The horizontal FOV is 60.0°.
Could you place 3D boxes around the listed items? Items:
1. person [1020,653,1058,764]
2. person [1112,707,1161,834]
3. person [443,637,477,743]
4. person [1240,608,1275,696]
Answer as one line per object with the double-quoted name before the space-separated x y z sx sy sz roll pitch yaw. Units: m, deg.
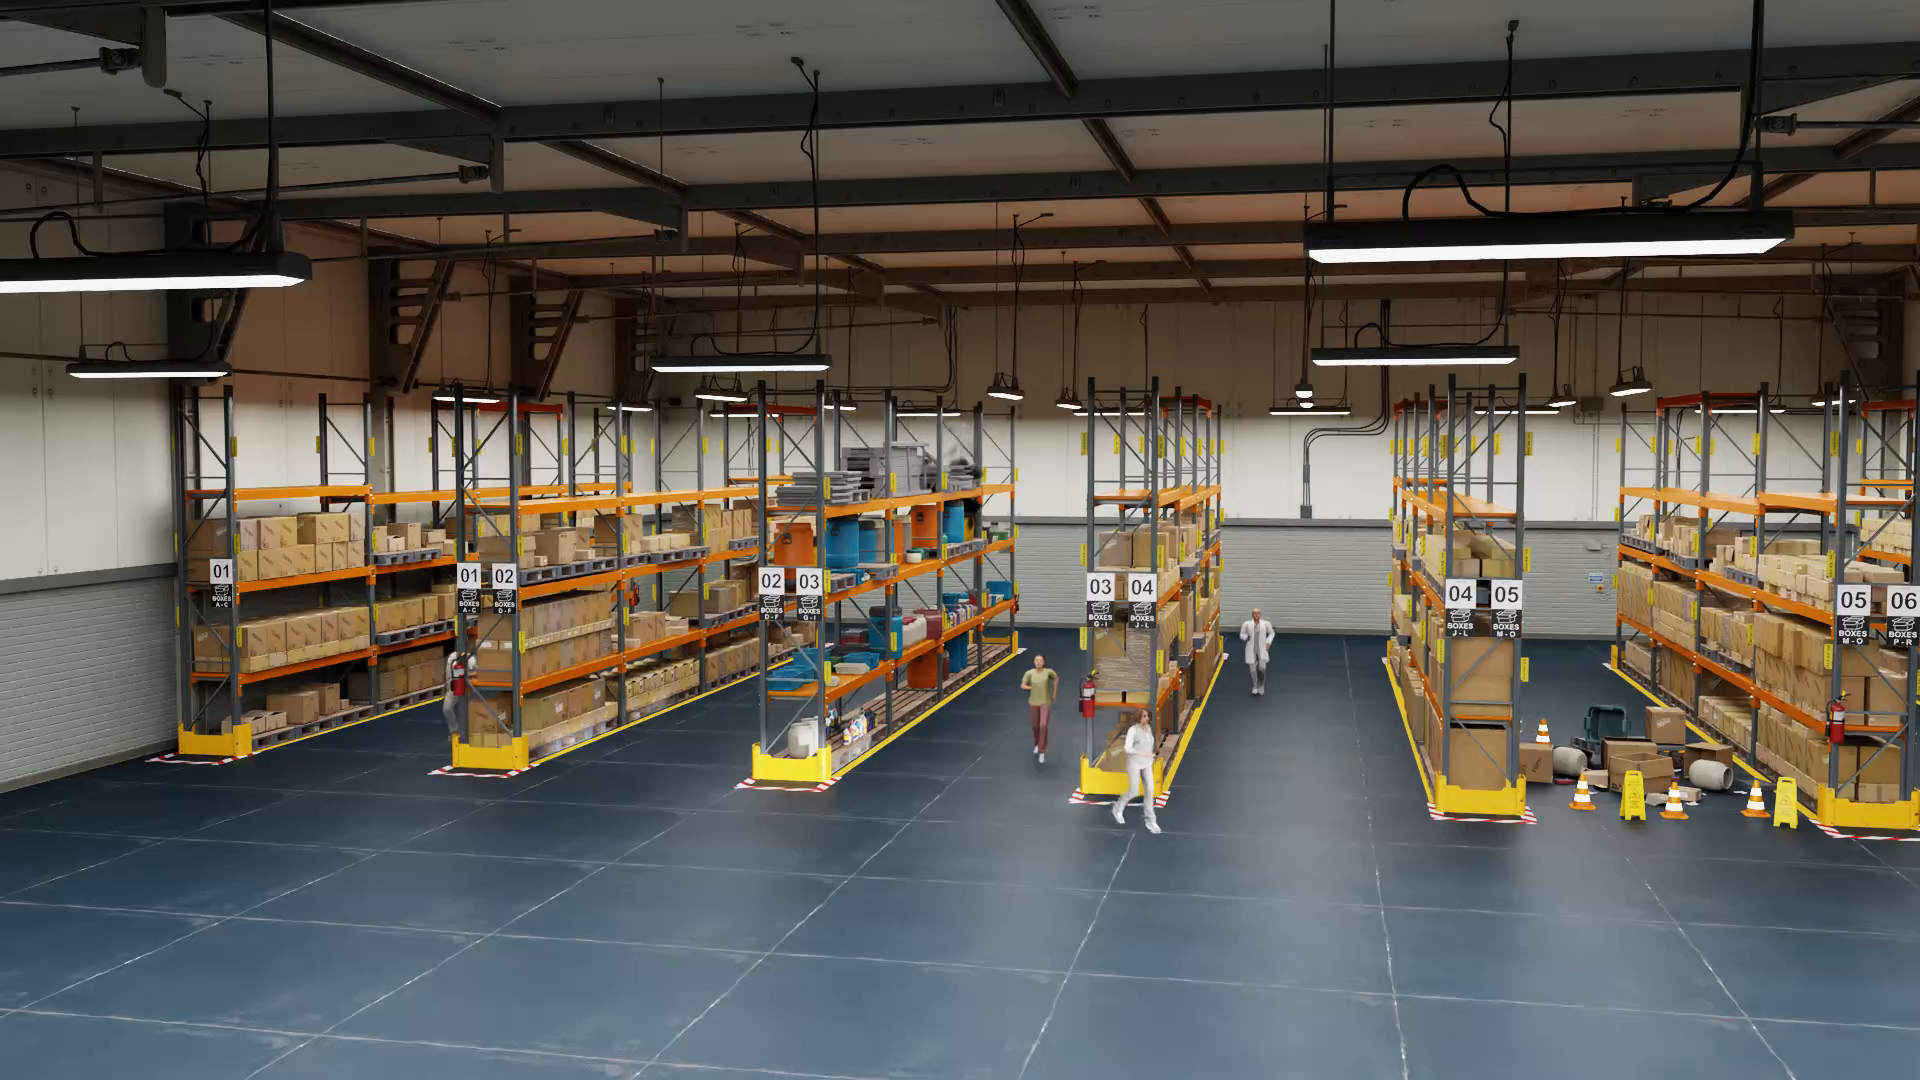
"person" 1.267 2.661 26.666 0.576 1.721 0.831 1 3 9
"person" 2.326 2.982 21.748 0.561 1.624 0.777 -3 4 -41
"person" -8.491 2.555 28.220 0.635 1.833 0.759 0 3 8
"person" 5.966 2.257 33.408 0.692 1.772 0.686 1 3 11
